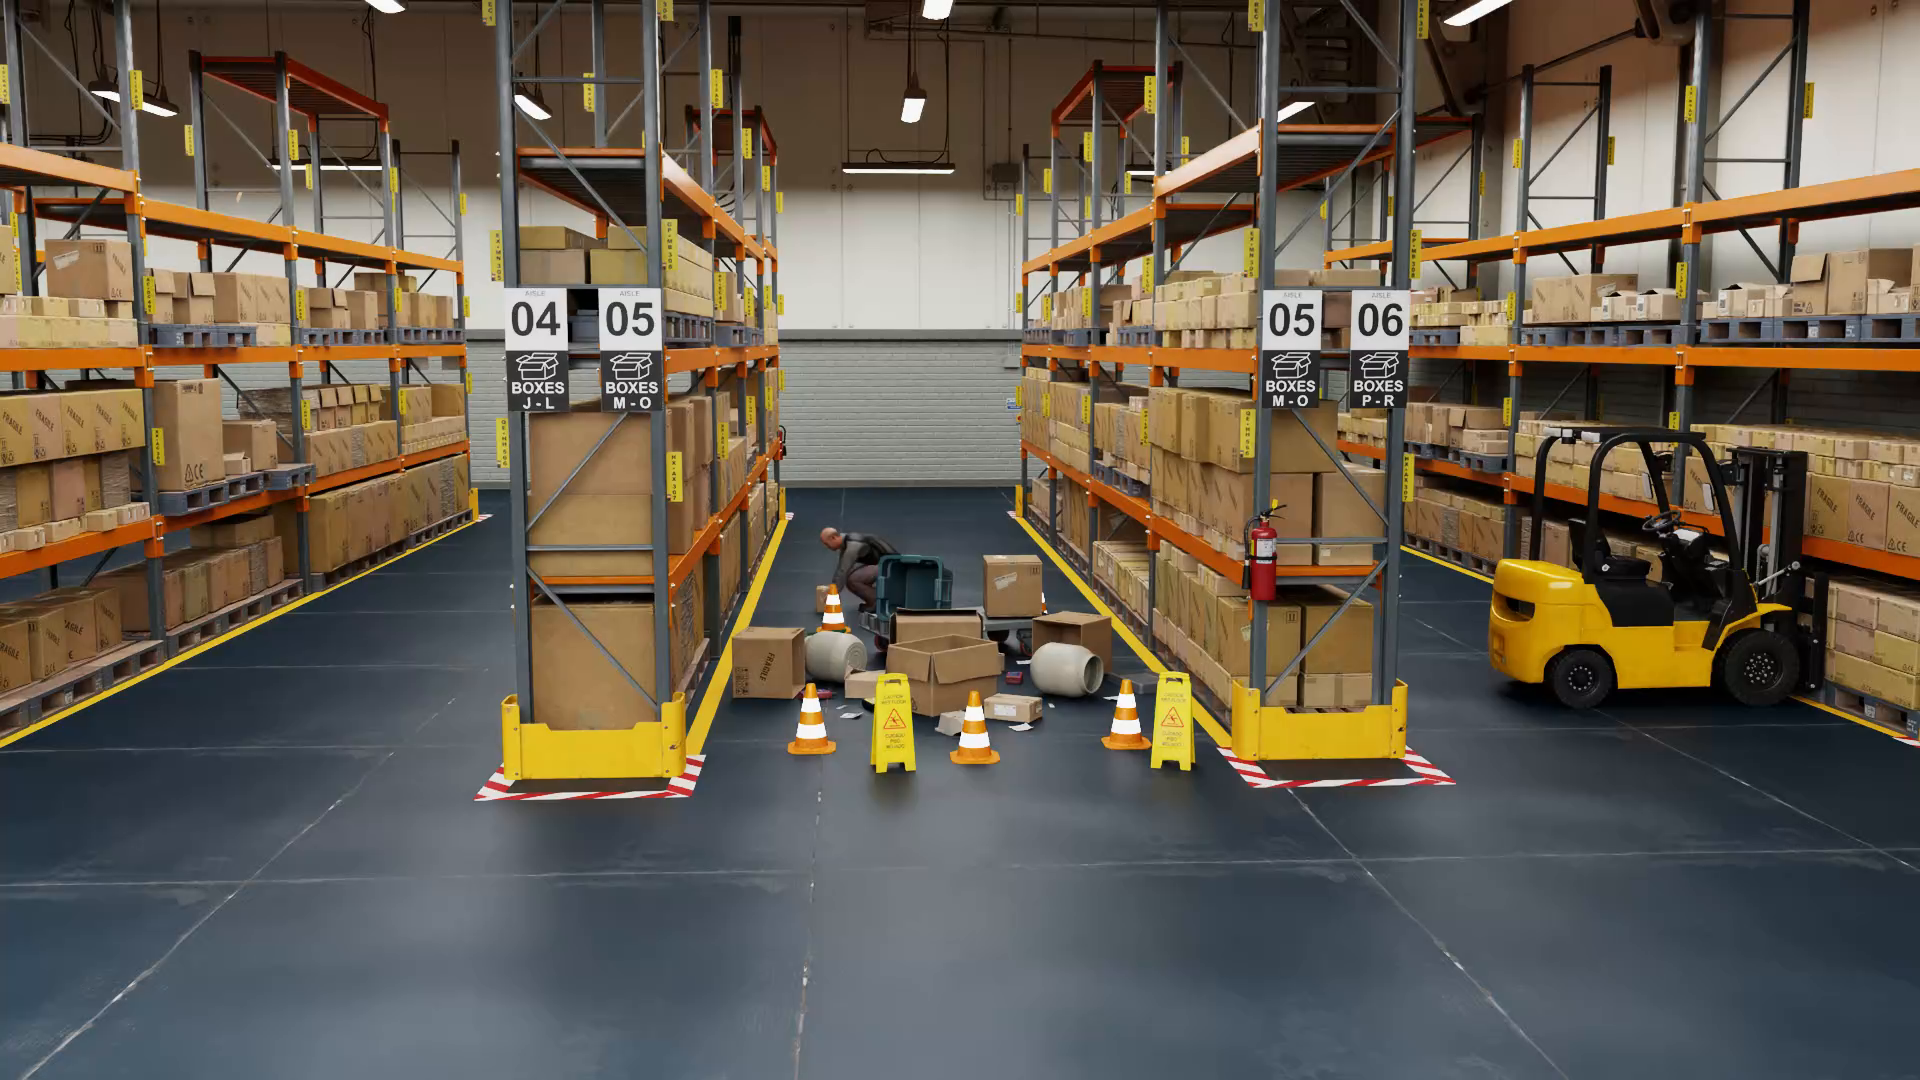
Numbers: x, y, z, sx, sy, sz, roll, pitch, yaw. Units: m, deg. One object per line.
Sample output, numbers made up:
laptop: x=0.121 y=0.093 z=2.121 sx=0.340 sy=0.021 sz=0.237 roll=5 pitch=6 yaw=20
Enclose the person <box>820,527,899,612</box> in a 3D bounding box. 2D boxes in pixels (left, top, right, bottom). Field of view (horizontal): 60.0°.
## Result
person: x=-1.051 y=0.308 z=17.729 sx=0.868 sy=0.906 sz=0.537 roll=0 pitch=7 yaw=-4
